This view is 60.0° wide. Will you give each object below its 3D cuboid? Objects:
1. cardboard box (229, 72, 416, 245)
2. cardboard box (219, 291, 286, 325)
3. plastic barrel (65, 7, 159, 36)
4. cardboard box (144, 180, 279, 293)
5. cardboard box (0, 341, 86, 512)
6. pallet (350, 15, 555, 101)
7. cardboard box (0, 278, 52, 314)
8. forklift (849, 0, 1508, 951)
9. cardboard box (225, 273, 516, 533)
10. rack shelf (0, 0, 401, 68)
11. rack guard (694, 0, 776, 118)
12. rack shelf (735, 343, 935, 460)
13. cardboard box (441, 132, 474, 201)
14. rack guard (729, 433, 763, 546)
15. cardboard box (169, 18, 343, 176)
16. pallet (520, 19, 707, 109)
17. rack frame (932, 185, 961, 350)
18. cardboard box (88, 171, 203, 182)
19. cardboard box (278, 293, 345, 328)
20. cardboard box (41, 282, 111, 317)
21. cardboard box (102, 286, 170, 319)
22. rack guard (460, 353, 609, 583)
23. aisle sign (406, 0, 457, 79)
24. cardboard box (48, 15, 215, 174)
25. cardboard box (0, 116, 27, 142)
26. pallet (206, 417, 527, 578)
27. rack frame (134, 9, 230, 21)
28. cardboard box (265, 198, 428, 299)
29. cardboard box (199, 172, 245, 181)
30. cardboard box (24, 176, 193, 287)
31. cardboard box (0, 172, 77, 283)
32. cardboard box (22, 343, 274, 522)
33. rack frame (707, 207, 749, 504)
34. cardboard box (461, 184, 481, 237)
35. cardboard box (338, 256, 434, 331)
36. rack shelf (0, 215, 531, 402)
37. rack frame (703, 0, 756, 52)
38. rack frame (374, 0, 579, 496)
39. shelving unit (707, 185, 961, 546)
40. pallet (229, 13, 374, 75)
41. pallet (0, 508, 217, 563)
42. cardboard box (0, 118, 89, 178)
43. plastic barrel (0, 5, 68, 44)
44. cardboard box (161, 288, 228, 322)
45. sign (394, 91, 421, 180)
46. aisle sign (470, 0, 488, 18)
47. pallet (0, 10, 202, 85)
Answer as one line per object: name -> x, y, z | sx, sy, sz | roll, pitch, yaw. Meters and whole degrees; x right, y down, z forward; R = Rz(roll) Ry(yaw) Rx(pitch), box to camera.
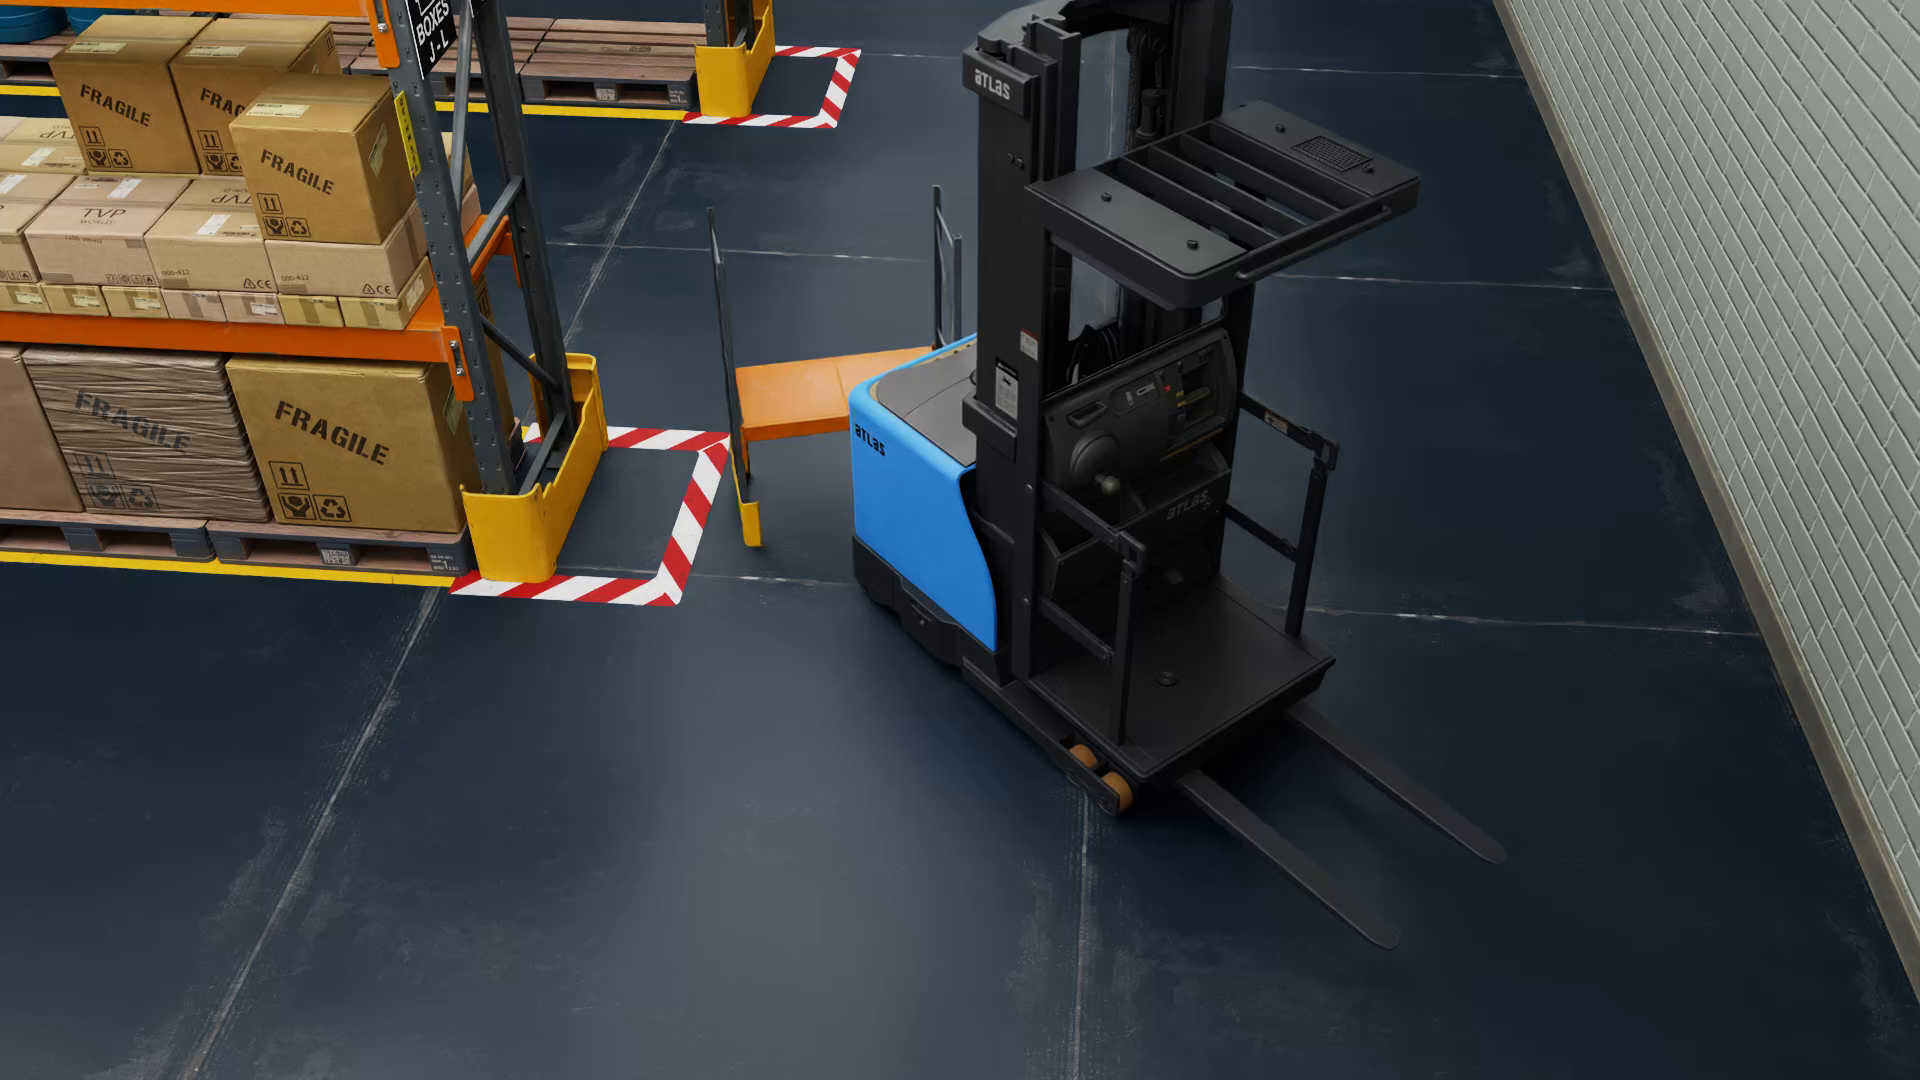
cardboard box -> -2.547, -1.548, 6.735 | 0.500, 0.500, 0.500 | 4, 39, 4
cardboard box -> -2.933, -1.081, 7.071 | 0.250, 0.149, 0.380 | 3, 39, 4
plastic barrel -> -6.138, -4.061, 11.863 | 0.708, 0.901, 0.600 | 3, 39, 4
cardboard box -> -3.050, -1.283, 7.004 | 0.500, 0.250, 0.500 | 2, 39, 3
cardboard box -> -4.477, -0.760, 7.828 | 0.875, 0.875, 0.875 | 3, 39, 4
pallet -> -3.642, -3.509, 12.065 | 1.213, 0.211, 1.003 | 3, 39, 4
cardboard box -> -3.945, -1.137, 7.140 | 0.250, 0.149, 0.380 | 4, 39, 5
forklift -> 0.821, -0.410, 6.102 | 1.130, 2.935, 3.031 | -27, 46, -29
cardboard box -> -2.684, -0.662, 7.708 | 0.875, 0.875, 0.875 | 3, 39, 4
rack shelf -> -4.032, -2.332, 6.603 | 4.000, 0.370, 1.077 | 3, 39, 4
rack guard -> -1.587, -3.491, 11.813 | 0.348, 0.500, 1.175 | 3, 39, 4
rack shelf -> -0.557, -0.660, 7.828 | 1.000, 0.185, 0.538 | -7, 40, -9
cardboard box -> -2.494, -1.591, 7.383 | 0.500, 0.250, 0.500 | 2, 39, 3
rack guard -> -1.035, -0.252, 8.032 | 0.087, 0.250, 0.587 | -7, 40, -9
cardboard box -> -2.992, -1.910, 7.179 | 0.500, 0.500, 0.500 | 2, 39, 3
pallet -> -2.430, -3.441, 11.981 | 1.213, 0.211, 1.003 | 3, 39, 4
rack frame -> -0.059, -0.865, 7.795 | 0.032, 1.500, 0.500 | -7, 40, -9
cardboard box -> -3.513, -1.645, 7.449 | 0.500, 0.250, 0.500 | 2, 39, 2
cardboard box -> -2.682, -1.066, 7.053 | 0.250, 0.149, 0.380 | 4, 39, 4
cardboard box -> -3.699, -1.122, 7.121 | 0.250, 0.149, 0.380 | 3, 39, 4
cardboard box -> -3.440, -1.108, 7.104 | 0.250, 0.149, 0.380 | 2, 39, 3
rack guard -> -2.015, -0.368, 7.976 | 0.348, 0.500, 1.175 | 3, 39, 4
aisle sign -> -1.993, -2.154, 6.131 | 0.004, 0.787, 0.394 | 3, 39, 4
cardboard box -> -3.509, -1.934, 7.209 | 0.500, 0.500, 0.500 | 2, 39, 3
cardboard box -> -4.538, -1.700, 7.516 | 0.500, 0.250, 0.500 | 4, 39, 5
pallet -> -2.843, -0.251, 8.062 | 1.213, 0.211, 1.003 | 3, 39, 4
rack frame -> -5.597, -4.671, 11.283 | 0.127, 3.000, 1.000 | 3, 39, 4
cardboard box -> -2.545, -1.255, 6.969 | 0.500, 0.250, 0.500 | 3, 39, 3
cardboard box -> -3.013, -1.616, 7.412 | 0.500, 0.250, 0.500 | 3, 39, 3
cardboard box -> -3.557, -1.311, 7.038 | 0.500, 0.250, 0.500 | 2, 39, 2
cardboard box -> -4.077, -1.336, 7.069 | 0.500, 0.250, 0.500 | 3, 39, 4
cardboard box -> -3.590, -0.711, 7.769 | 0.875, 0.875, 0.875 | 3, 39, 4
rack frame -> -1.055, -0.734, 7.634 | 0.032, 1.500, 0.500 | -7, 40, -9
cardboard box -> -2.365, -1.468, 7.547 | 0.250, 0.149, 0.380 | 4, 39, 4
cardboard box -> -2.422, -1.053, 7.037 | 0.250, 0.149, 0.380 | 4, 39, 5
rack shelf -> -4.032, -1.168, 7.549 | 4.000, 0.370, 1.077 | 3, 39, 4
rack frame -> -1.612, -4.453, 11.016 | 0.127, 3.000, 1.000 | 3, 39, 4
rack frame -> -2.039, -1.338, 7.189 | 0.127, 3.000, 1.000 | 3, 39, 4
shelving unit -> -0.548, -0.801, 7.716 | 1.083, 1.500, 0.587 | -7, 40, -9
pallet -> -4.861, -3.574, 12.144 | 1.213, 0.211, 1.003 | 3, 39, 4
pallet -> -4.055, -0.319, 8.146 | 1.213, 0.211, 1.003 | 3, 39, 4
cardboard box -> -4.033, -1.670, 7.480 | 0.500, 0.250, 0.500 | 2, 39, 3
plastic barrel -> -6.843, -4.099, 11.910 | 0.708, 0.901, 0.600 | 3, 39, 4
cardboard box -> -3.181, -1.095, 7.089 | 0.250, 0.149, 0.380 | 4, 39, 5
sign -> -2.100, -1.539, 6.330 | 0.005, 0.325, 0.100 | 3, 39, 4
aisle sign -> -1.942, -2.531, 6.595 | 0.004, 0.787, 0.394 | 3, 39, 4
pallet -> -6.362, -3.658, 12.247 | 1.213, 0.211, 1.003 | 3, 39, 4
